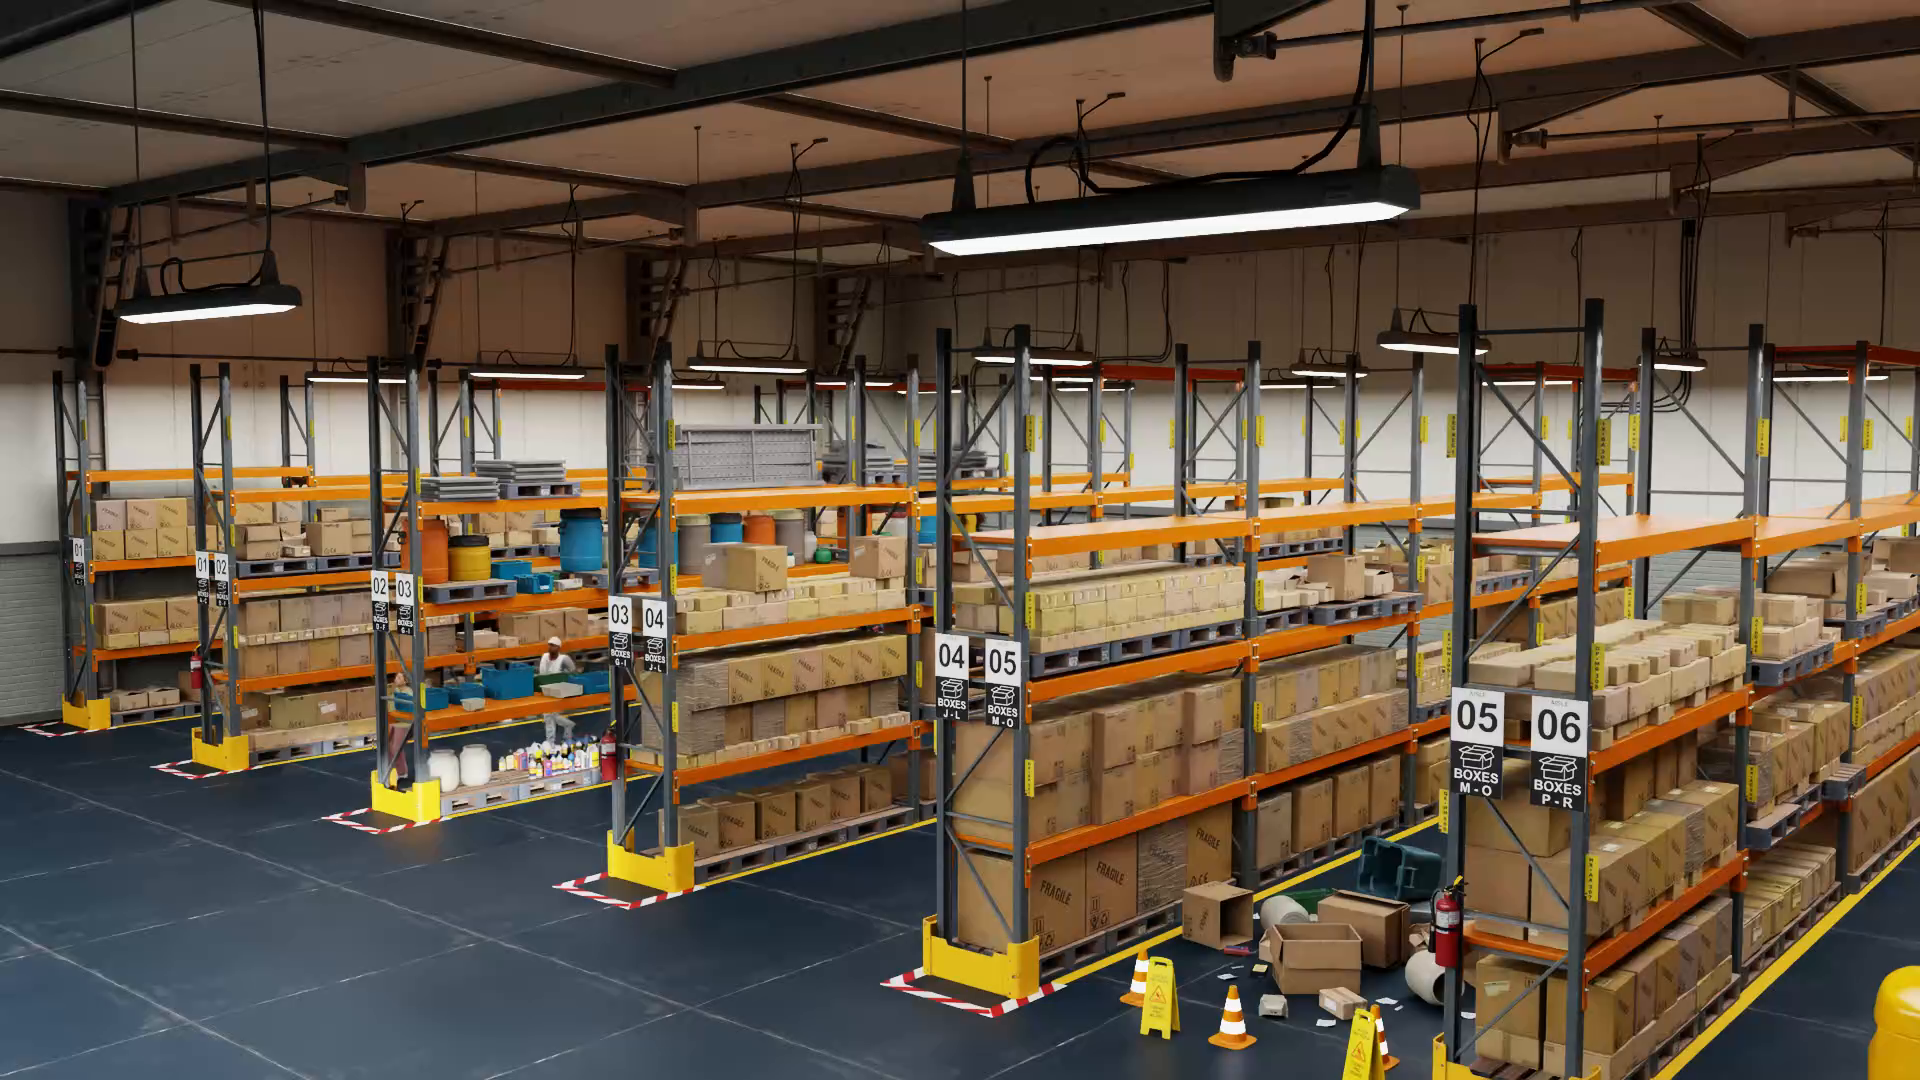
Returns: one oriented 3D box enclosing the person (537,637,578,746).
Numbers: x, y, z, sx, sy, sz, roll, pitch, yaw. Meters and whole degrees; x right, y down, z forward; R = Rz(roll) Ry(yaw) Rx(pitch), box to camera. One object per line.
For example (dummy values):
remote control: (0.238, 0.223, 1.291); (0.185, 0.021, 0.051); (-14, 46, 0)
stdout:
person: (-6.371, 2.403, 26.186); (0.673, 1.774, 0.795); (2, 5, 28)

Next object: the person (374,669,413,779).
person: (-7.994, 2.643, 23.612); (0.549, 1.617, 0.585); (3, 5, 32)

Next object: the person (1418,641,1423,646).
person: (7.249, 2.426, 26.472); (0.609, 1.634, 0.545); (-4, 5, -41)
